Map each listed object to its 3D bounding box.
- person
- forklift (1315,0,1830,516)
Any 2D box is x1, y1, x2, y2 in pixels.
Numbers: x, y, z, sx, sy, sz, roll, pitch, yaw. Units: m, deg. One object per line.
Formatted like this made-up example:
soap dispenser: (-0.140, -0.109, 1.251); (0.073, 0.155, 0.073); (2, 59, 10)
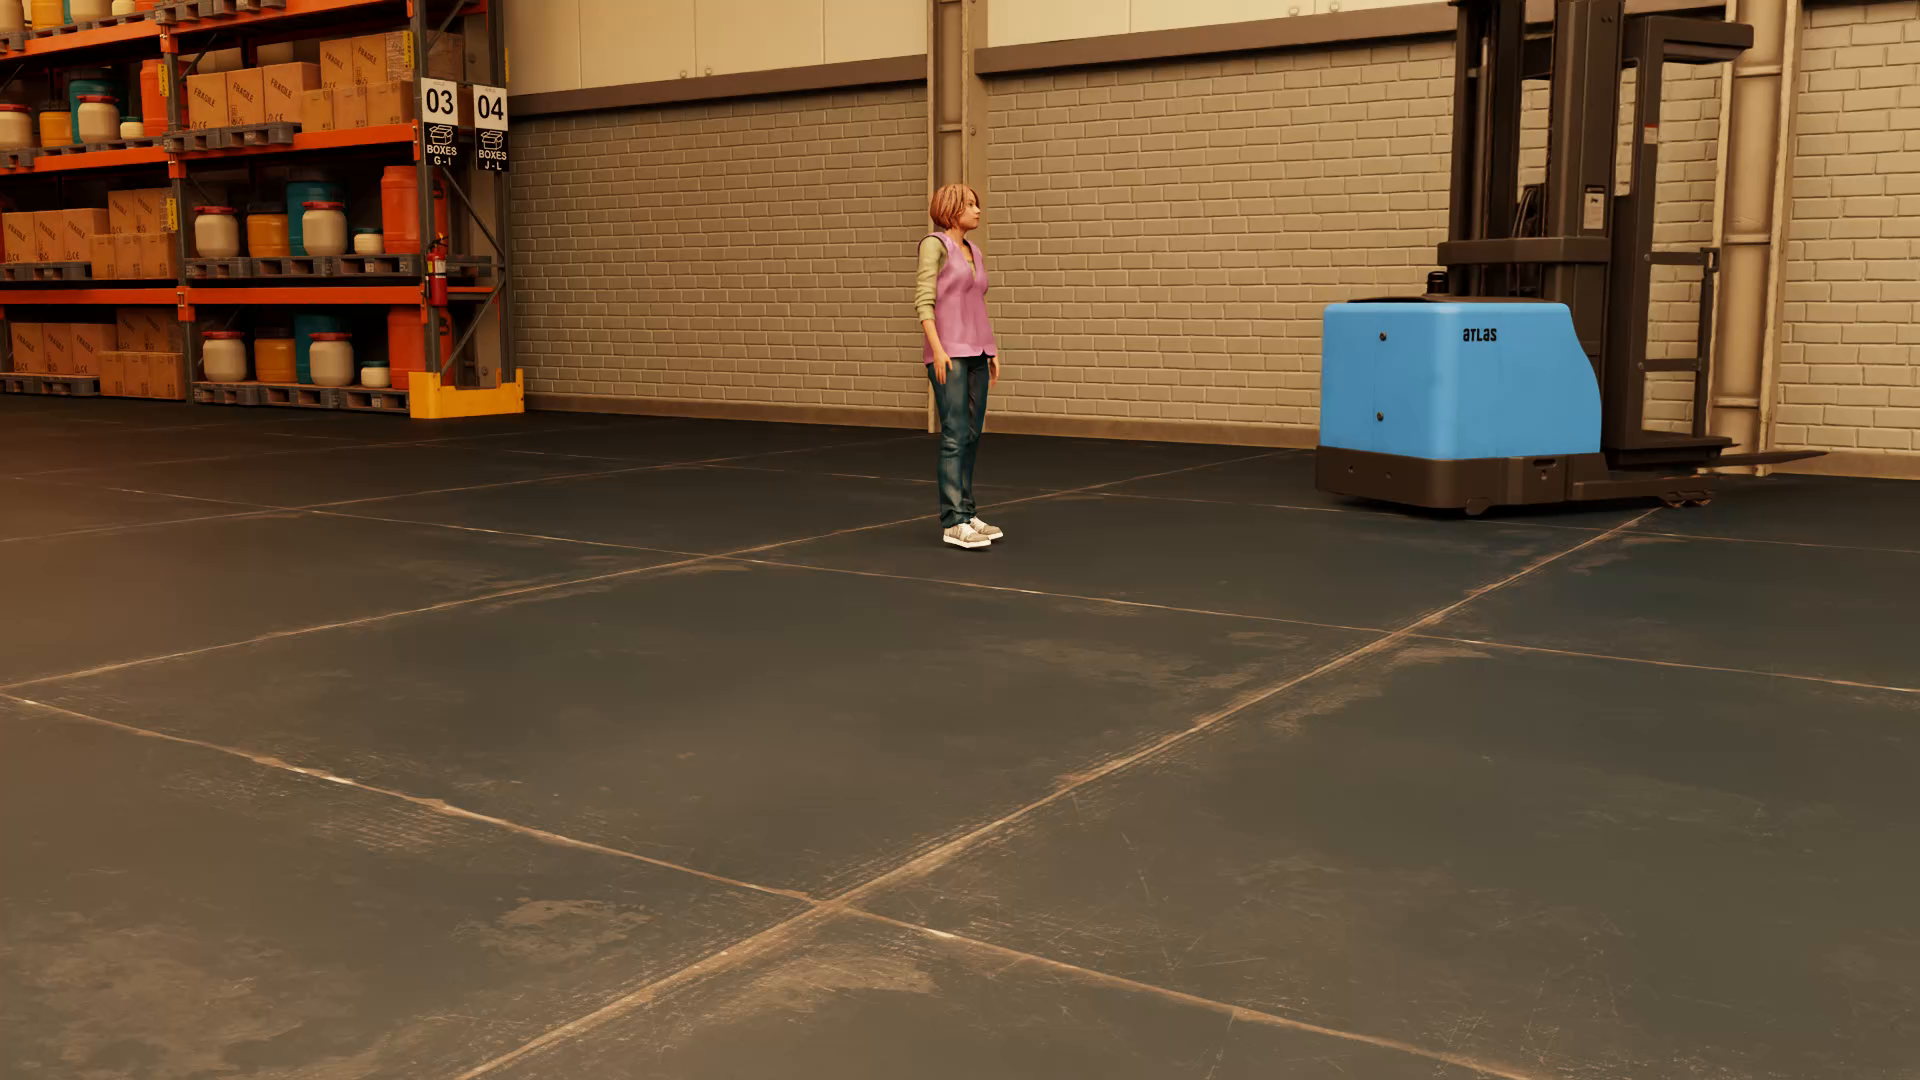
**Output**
person: (0.054, -0.790, 7.438); (0.473, 1.599, 0.521); (5, 10, 34)
forklift: (3.489, -1.685, 9.046); (3.031, 2.935, 1.130); (-4, 9, -25)
